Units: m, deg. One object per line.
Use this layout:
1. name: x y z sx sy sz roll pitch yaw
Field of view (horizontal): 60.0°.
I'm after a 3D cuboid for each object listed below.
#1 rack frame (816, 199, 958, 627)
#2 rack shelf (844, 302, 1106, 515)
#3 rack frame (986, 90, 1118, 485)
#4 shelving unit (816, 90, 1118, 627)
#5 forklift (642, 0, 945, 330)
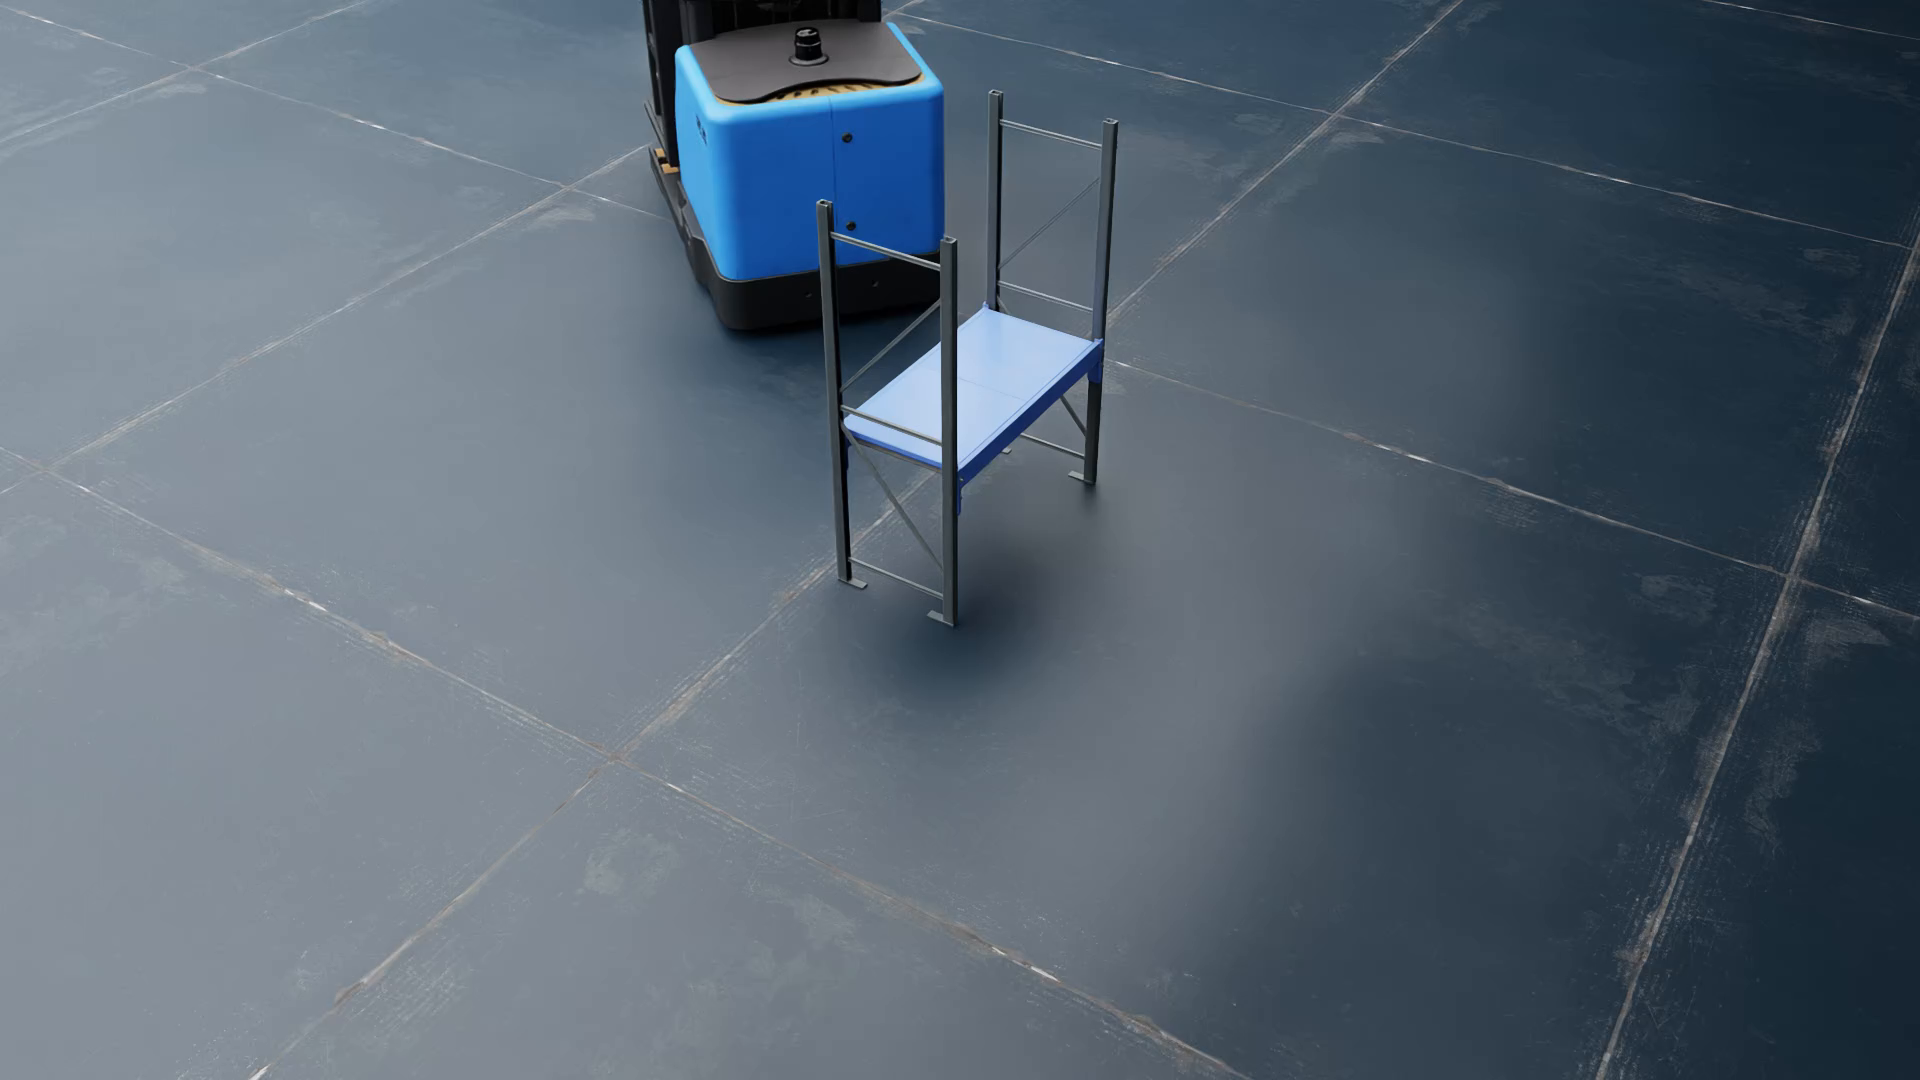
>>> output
1. rack frame: -0.227 -0.376 5.509 0.500 1.500 0.032 21 42 25
2. rack shelf: 0.046 -0.496 5.959 0.538 0.185 1.000 21 42 25
3. rack frame: 0.318 -0.900 6.189 0.500 1.500 0.032 21 42 25
4. shelving unit: 0.046 -0.638 5.849 0.538 1.500 1.048 21 42 25
5. forklift: -0.984 -2.991 7.730 1.130 2.935 3.031 -11 39 -14
